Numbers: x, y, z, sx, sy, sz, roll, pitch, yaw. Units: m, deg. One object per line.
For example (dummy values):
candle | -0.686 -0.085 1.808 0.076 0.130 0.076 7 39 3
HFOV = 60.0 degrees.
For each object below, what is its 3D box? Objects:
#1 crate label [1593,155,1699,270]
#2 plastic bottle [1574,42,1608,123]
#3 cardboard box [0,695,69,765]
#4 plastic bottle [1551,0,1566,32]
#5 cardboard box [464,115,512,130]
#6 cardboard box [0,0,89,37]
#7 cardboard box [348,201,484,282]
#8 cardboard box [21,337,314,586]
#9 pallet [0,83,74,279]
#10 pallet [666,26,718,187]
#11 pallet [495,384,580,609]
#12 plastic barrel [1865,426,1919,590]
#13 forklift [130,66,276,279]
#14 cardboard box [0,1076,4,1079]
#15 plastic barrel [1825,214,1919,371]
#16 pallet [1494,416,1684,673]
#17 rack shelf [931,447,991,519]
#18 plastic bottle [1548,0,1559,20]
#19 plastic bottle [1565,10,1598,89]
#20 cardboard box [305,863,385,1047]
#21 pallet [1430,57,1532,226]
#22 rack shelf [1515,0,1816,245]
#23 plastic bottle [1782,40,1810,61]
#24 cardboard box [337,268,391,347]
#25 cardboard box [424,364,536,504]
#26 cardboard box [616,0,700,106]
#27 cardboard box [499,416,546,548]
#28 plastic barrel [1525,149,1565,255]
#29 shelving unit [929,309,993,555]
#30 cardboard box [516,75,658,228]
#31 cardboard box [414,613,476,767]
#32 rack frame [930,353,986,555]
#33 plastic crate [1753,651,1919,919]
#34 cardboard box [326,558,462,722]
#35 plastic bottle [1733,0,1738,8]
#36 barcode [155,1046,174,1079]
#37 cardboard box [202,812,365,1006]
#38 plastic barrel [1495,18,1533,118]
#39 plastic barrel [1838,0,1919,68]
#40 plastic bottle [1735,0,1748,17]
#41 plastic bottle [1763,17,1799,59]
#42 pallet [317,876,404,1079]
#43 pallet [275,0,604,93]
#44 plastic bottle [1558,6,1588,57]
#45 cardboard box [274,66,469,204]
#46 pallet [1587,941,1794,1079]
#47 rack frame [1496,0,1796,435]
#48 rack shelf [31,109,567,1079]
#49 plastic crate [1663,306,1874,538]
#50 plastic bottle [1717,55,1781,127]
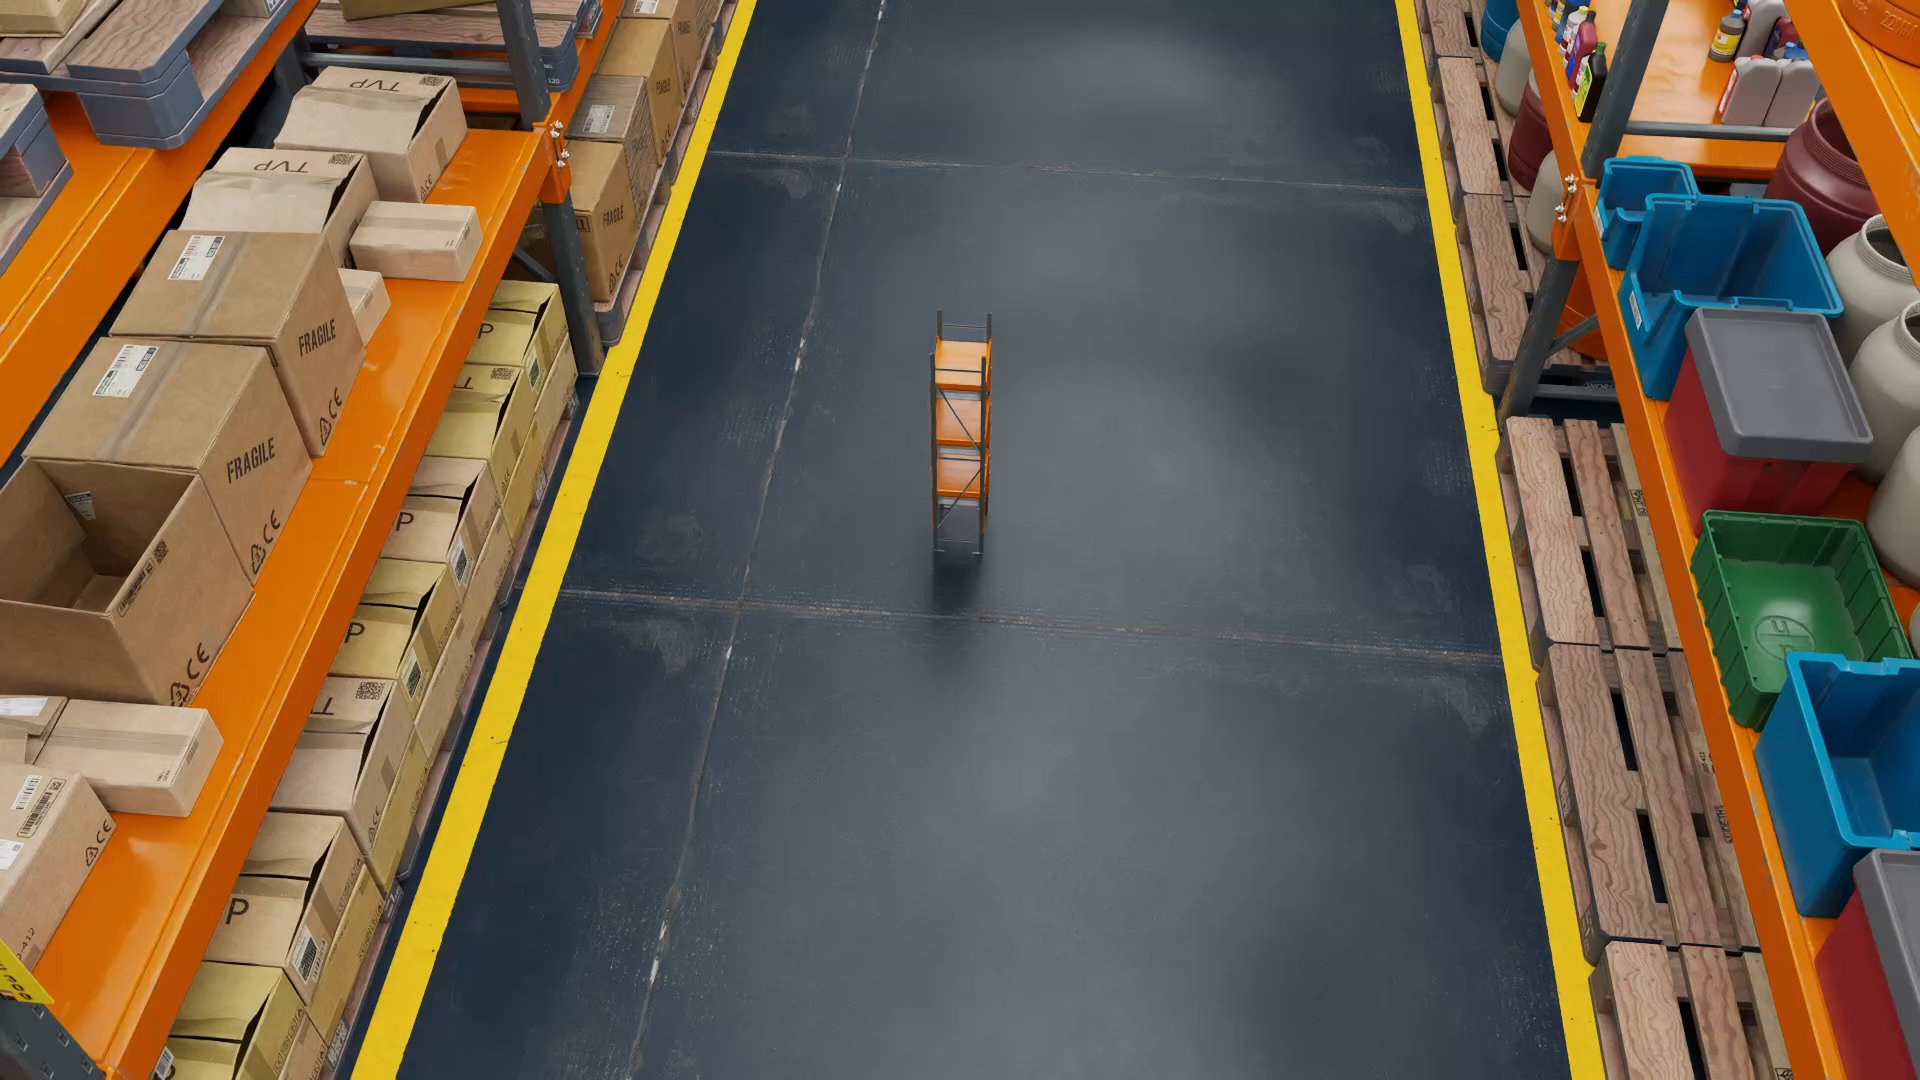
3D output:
crate label | 2.418 -1.139 5.872 0.303 0.233 0.416 4 48 4
plastic bottle | 2.442 -1.766 6.412 0.061 0.283 0.133 4 48 4
cardboard box | -2.570 0.511 4.341 0.396 0.266 0.258 3 48 3
plastic bottle | 2.518 -2.206 6.870 0.097 0.201 0.097 0 48 0
cardboard box | -2.250 -2.118 7.542 0.500 0.250 0.500 6 48 5
cardboard box | -2.232 -1.381 3.764 0.500 0.250 0.500 0 48 0
cardboard box | -1.909 -1.051 5.849 0.380 0.149 0.250 4 48 4
cardboard box | -2.287 -0.228 4.858 0.500 0.500 0.500 4 48 4
pallet | -2.399 -0.473 3.247 0.805 0.209 1.217 2 48 2
pallet | -1.883 -2.315 8.724 1.003 0.211 1.213 4 48 4
pallet | -2.216 -0.272 6.856 1.003 0.211 1.213 4 48 4
plastic barrel | 2.877 -0.132 4.746 0.433 0.535 0.433 0 48 0
forklift | -4.319 -2.479 7.031 1.130 2.935 3.031 3 48 3
cardboard box | -2.716 1.404 4.632 0.500 0.311 0.500 4 48 4
plastic barrel | 2.949 -0.747 5.325 0.421 0.512 0.421 0 48 0
pallet | 2.721 0.028 6.581 1.003 0.211 1.213 4 48 4
rack shelf | 0.005 -0.199 6.611 0.215 0.259 0.240 4 48 4
plastic bottle | 2.527 -2.302 6.909 0.097 0.271 0.097 0 48 0
plastic bottle | 2.463 -1.936 6.567 0.061 0.283 0.133 4 48 4
cardboard box | -2.136 1.255 5.148 0.500 0.250 0.500 5 48 5
pallet | 2.974 -2.015 8.450 1.003 0.211 1.213 4 48 4
rack shelf | 3.012 -2.707 7.680 1.077 0.370 4.000 4 48 4
plastic bottle | 3.229 -1.816 6.465 0.097 0.271 0.097 0 48 0
cardboard box | -2.163 -0.790 5.610 0.380 0.149 0.250 7 48 6
cardboard box | -1.946 -0.435 6.314 0.500 0.311 0.500 3 48 3
cardboard box | -1.641 -2.573 8.466 0.500 0.500 0.500 2 48 2
cardboard box | -1.951 -0.247 6.522 0.500 0.250 0.500 3 48 3
plastic barrel | 2.820 -1.563 7.549 0.421 0.512 0.421 0 48 0
shelving unit | 0.005 -0.394 6.399 0.215 1.050 0.252 4 48 4
cardboard box | -1.734 -1.821 7.778 0.500 0.500 0.500 2 48 2
cardboard box | -2.044 0.500 5.839 0.500 0.250 0.500 5 48 4
rack frame | -0.006 -0.304 6.317 0.200 1.050 0.008 4 48 4
plastic crate | 2.256 0.633 4.149 0.392 0.384 0.575 4 48 4
cardboard box | -2.042 0.304 5.638 0.500 0.311 0.500 5 48 5
plastic bottle | 3.312 -2.342 6.938 0.061 0.283 0.133 4 48 4
barcode | -2.029 1.335 4.241 0.001 0.075 0.075 4 48 4
cardboard box | -2.130 1.066 4.941 0.500 0.311 0.500 3 48 3
plastic barrel | 2.923 -2.393 8.308 0.421 0.512 0.421 0 48 0
plastic barrel | 2.479 -1.568 3.827 0.600 0.830 0.708 4 48 4
plastic bottle | 3.211 -2.160 6.780 0.097 0.271 0.097 0 48 0
plastic bottle | 3.267 -1.975 6.603 0.061 0.283 0.133 4 48 4
pallet | -2.439 1.521 5.216 1.003 0.211 1.213 4 48 4
pallet | -2.111 -2.254 6.909 1.213 0.211 1.003 4 48 4
plastic bottle | 2.501 -2.063 6.739 0.097 0.201 0.097 0 48 0
cardboard box | -2.179 -1.521 6.169 0.500 0.311 0.500 7 48 6
pallet | 2.498 1.821 4.941 1.003 0.211 1.213 4 48 4
rack frame | 2.830 -1.480 6.071 1.000 3.000 0.127 4 48 4
rack shelf | -2.285 -0.103 5.299 1.077 0.370 4.000 4 48 4
plastic crate | 2.378 -0.334 4.980 0.402 0.464 0.583 4 48 4
plastic bottle | 3.040 -1.744 6.397 0.152 0.276 0.135 4 48 4
